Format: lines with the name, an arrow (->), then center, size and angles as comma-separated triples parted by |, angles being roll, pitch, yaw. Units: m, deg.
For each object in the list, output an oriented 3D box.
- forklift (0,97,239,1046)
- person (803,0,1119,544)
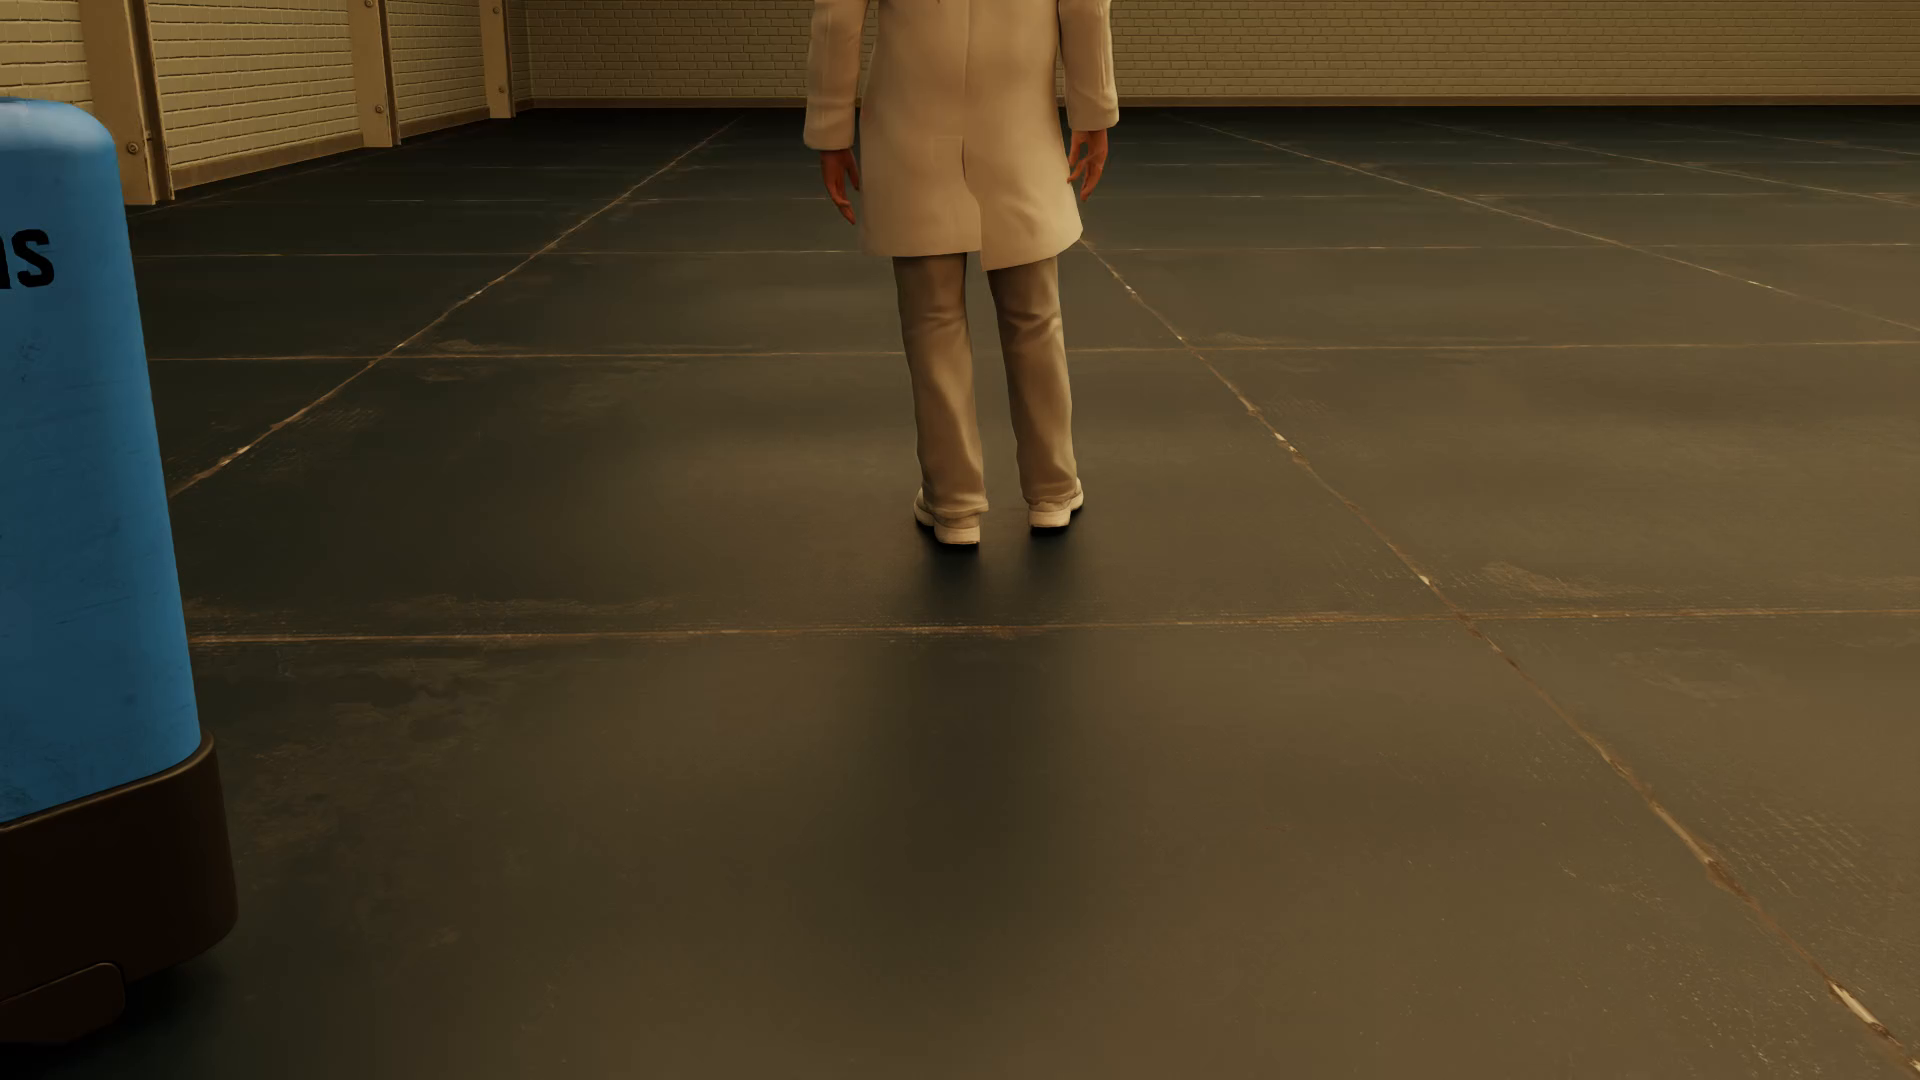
forklift -> -2.249, -0.611, 0.907 | 1.130, 2.935, 3.031 | 14, 22, 38
person -> -0.001, -0.884, 3.743 | 0.698, 1.776, 0.580 | -1, 17, -3
